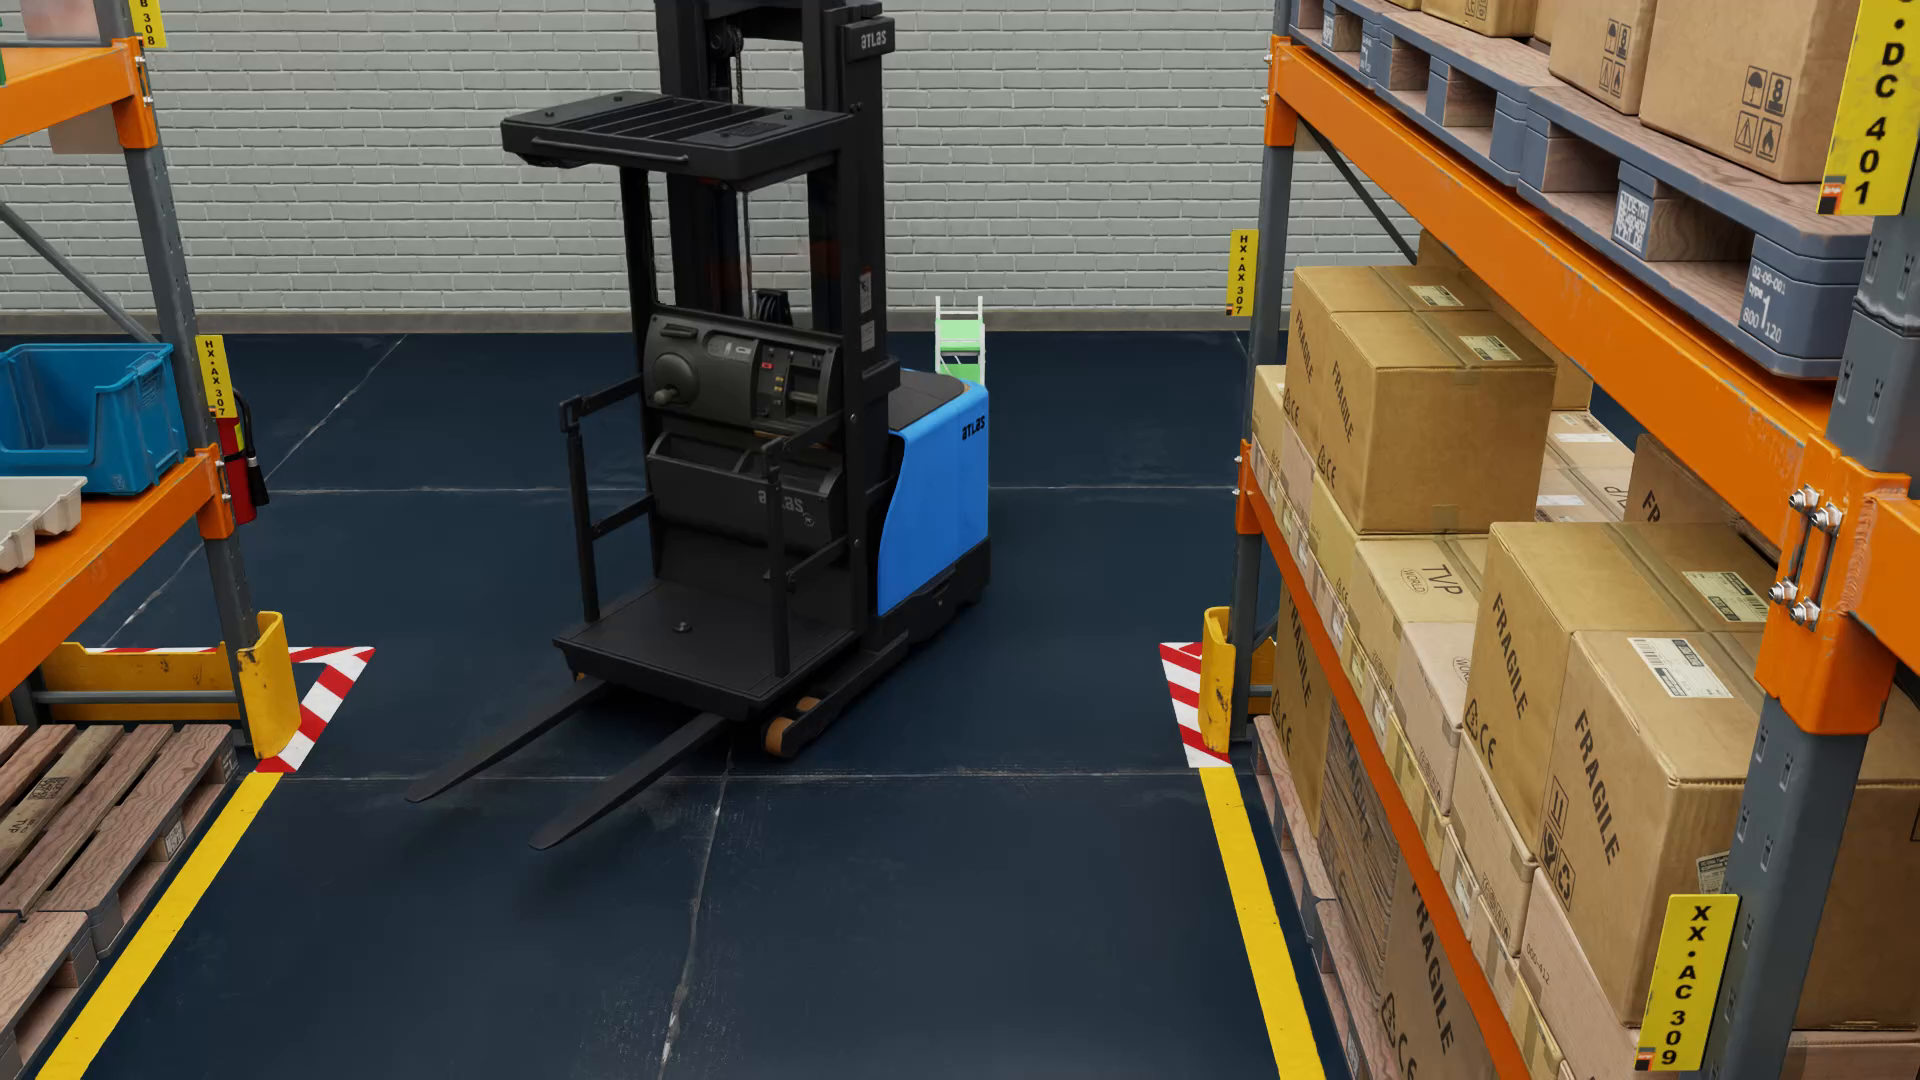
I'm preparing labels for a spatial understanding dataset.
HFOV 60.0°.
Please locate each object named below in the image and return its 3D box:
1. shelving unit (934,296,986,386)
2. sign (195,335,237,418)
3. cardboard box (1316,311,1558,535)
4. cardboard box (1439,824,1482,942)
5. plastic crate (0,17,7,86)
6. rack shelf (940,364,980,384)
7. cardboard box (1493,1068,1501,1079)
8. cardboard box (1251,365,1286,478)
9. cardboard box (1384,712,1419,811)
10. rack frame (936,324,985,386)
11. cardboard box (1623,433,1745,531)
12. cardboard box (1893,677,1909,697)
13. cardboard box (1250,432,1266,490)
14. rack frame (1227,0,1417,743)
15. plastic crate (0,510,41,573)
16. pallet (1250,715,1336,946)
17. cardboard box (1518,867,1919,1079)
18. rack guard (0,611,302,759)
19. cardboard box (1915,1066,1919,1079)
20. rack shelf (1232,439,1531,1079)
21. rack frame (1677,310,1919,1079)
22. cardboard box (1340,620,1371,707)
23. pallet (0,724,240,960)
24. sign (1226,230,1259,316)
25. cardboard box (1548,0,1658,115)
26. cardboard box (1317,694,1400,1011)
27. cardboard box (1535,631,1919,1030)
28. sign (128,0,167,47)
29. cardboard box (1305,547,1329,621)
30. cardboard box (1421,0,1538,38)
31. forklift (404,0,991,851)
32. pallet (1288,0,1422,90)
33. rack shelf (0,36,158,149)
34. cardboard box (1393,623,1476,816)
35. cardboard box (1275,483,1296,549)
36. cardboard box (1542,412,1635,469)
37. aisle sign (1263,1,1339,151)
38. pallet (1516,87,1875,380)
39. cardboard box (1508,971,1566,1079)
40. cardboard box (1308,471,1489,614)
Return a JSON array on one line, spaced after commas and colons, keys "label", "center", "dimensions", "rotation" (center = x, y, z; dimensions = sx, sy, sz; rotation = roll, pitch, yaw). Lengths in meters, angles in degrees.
[{"label": "shelving unit", "center": [-0.002, -0.615, 8.654], "dimensions": [0.258, 1.200, 0.503], "rotation": [0, 24, -1]}, {"label": "sign", "center": [-2.806, -0.616, 6.274], "dimensions": [0.100, 0.325, 0.005], "rotation": [0, 24, -1]}, {"label": "cardboard box", "center": [1.349, -0.345, 4.784], "dimensions": [0.500, 0.500, 0.500], "rotation": [-1, 24, -2]}, {"label": "cardboard box", "center": [1.301, 0.766, 3.721], "dimensions": [0.380, 0.149, 0.250], "rotation": [0, 24, 0]}, {"label": "plastic crate", "center": [-3.060, -1.397, 4.817], "dimensions": [0.450, 0.188, 0.336], "rotation": [0, 24, -1]}, {"label": "rack shelf", "center": [-0.002, -0.775, 8.581], "dimensions": [0.258, 0.148, 0.480], "rotation": [0, 24, -1]}, {"label": "cardboard box", "center": [1.713, 1.598, 3.646], "dimensions": [0.875, 0.875, 0.875], "rotation": [0, 24, -1]}, {"label": "cardboard box", "center": [1.332, -0.423, 5.866], "dimensions": [0.500, 0.250, 0.500], "rotation": [-1, 24, -2]}, {"label": "cardboard box", "center": [1.295, 0.554, 4.189], "dimensions": [0.380, 0.149, 0.250], "rotation": [-1, 24, -1]}, {"label": "rack frame", "center": [0.001, -0.514, 8.431], "dimensions": [0.240, 1.200, 0.015], "rotation": [0, 24, -1]}, {"label": "cardboard box", "center": [1.883, 0.069, 3.869], "dimensions": [0.500, 0.500, 0.500], "rotation": [-1, 24, -2]}, {"label": "cardboard box", "center": [1.891, 0.486, 2.946], "dimensions": [0.500, 0.500, 0.500], "rotation": [0, 24, -1]}, {"label": "cardboard box", "center": [1.271, -0.292, 6.062], "dimensions": [0.380, 0.149, 0.250], "rotation": [0, 24, 0]}, {"label": "rack frame", "center": [1.597, -0.555, 6.336], "dimensions": [1.000, 3.000, 0.127], "rotation": [0, 24, -1]}, {"label": "plastic crate", "center": [-3.177, 0.015, 5.324], "dimensions": [0.396, 0.136, 0.243], "rotation": [0, 24, -1]}, {"label": "pallet", "center": [1.684, 1.045, 6.183], "dimensions": [1.003, 0.211, 1.213], "rotation": [0, 24, -1]}, {"label": "cardboard box", "center": [1.373, 0.846, 3.061], "dimensions": [0.500, 0.250, 0.500], "rotation": [-1, 24, -2]}, {"label": "rack guard", "center": [-3.369, 0.597, 6.824], "dimensions": [1.175, 0.500, 0.348], "rotation": [0, 24, -1]}, {"label": "cardboard box", "center": [1.897, 0.832, 3.092], "dimensions": [0.500, 0.250, 0.500], "rotation": [-1, 24, -2]}, {"label": "rack shelf", "center": [1.618, 0.597, 4.663], "dimensions": [1.077, 0.370, 4.000], "rotation": [0, 24, -1]}, {"label": "rack frame", "center": [1.640, 1.094, 2.692], "dimensions": [1.000, 3.000, 0.127], "rotation": [0, 24, -1]}, {"label": "cardboard box", "center": [1.289, 0.341, 4.660], "dimensions": [0.380, 0.149, 0.250], "rotation": [-1, 24, -2]}, {"label": "pallet", "center": [-3.386, 1.078, 6.110], "dimensions": [1.003, 0.211, 1.213], "rotation": [0, 24, -1]}, {"label": "sign", "center": [1.042, -0.985, 6.142], "dimensions": [0.100, 0.325, 0.005], "rotation": [0, 24, -1]}, {"label": "cardboard box", "center": [1.570, -1.099, 3.149], "dimensions": [0.700, 0.500, 0.500], "rotation": [1, 24, 2]}, {"label": "cardboard box", "center": [1.694, 0.860, 5.276], "dimensions": [0.875, 0.875, 0.875], "rotation": [0, 24, -1]}, {"label": "cardboard box", "center": [1.368, 0.496, 2.923], "dimensions": [0.500, 0.500, 0.500], "rotation": [0, 24, 1]}, {"label": "sign", "center": [-2.806, -1.861, 5.711], "dimensions": [0.100, 0.325, 0.005], "rotation": [0, 24, -1]}, {"label": "cardboard box", "center": [1.284, 0.131, 5.125], "dimensions": [0.380, 0.149, 0.250], "rotation": [-1, 24, -2]}, {"label": "cardboard box", "center": [1.596, -1.545, 4.133], "dimensions": [0.700, 0.500, 0.500], "rotation": [-2, 24, -4]}, {"label": "forklift", "center": [-1.012, -0.660, 6.652], "dimensions": [1.130, 2.935, 3.031], "rotation": [13, 27, 27]}, {"label": "pallet", "center": [1.615, -1.575, 5.061], "dimensions": [1.003, 0.211, 1.213], "rotation": [0, 24, -1]}, {"label": "rack shelf", "center": [-3.334, -0.747, 3.995], "dimensions": [1.077, 0.370, 4.000], "rotation": [0, 24, -1]}, {"label": "cardboard box", "center": [1.359, 0.422, 3.998], "dimensions": [0.500, 0.250, 0.500], "rotation": [0, 24, 1]}, {"label": "cardboard box", "center": [1.278, -0.081, 5.595], "dimensions": [0.380, 0.149, 0.250], "rotation": [-1, 24, -2]}, {"label": "cardboard box", "center": [1.872, -0.214, 5.405], "dimensions": [0.500, 0.250, 0.500], "rotation": [-1, 24, -1]}, {"label": "aisle sign", "center": [1.296, -1.768, 5.863], "dimensions": [0.394, 0.787, 0.004], "rotation": [0, 24, -1]}, {"label": "pallet", "center": [1.642, -0.570, 2.838], "dimensions": [1.003, 0.211, 1.213], "rotation": [0, 24, -1]}, {"label": "cardboard box", "center": [1.306, 0.978, 3.253], "dimensions": [0.380, 0.149, 0.250], "rotation": [0, 24, 0]}, {"label": "cardboard box", "center": [1.346, -0.002, 4.935], "dimensions": [0.500, 0.250, 0.500], "rotation": [-1, 24, -2]}]
